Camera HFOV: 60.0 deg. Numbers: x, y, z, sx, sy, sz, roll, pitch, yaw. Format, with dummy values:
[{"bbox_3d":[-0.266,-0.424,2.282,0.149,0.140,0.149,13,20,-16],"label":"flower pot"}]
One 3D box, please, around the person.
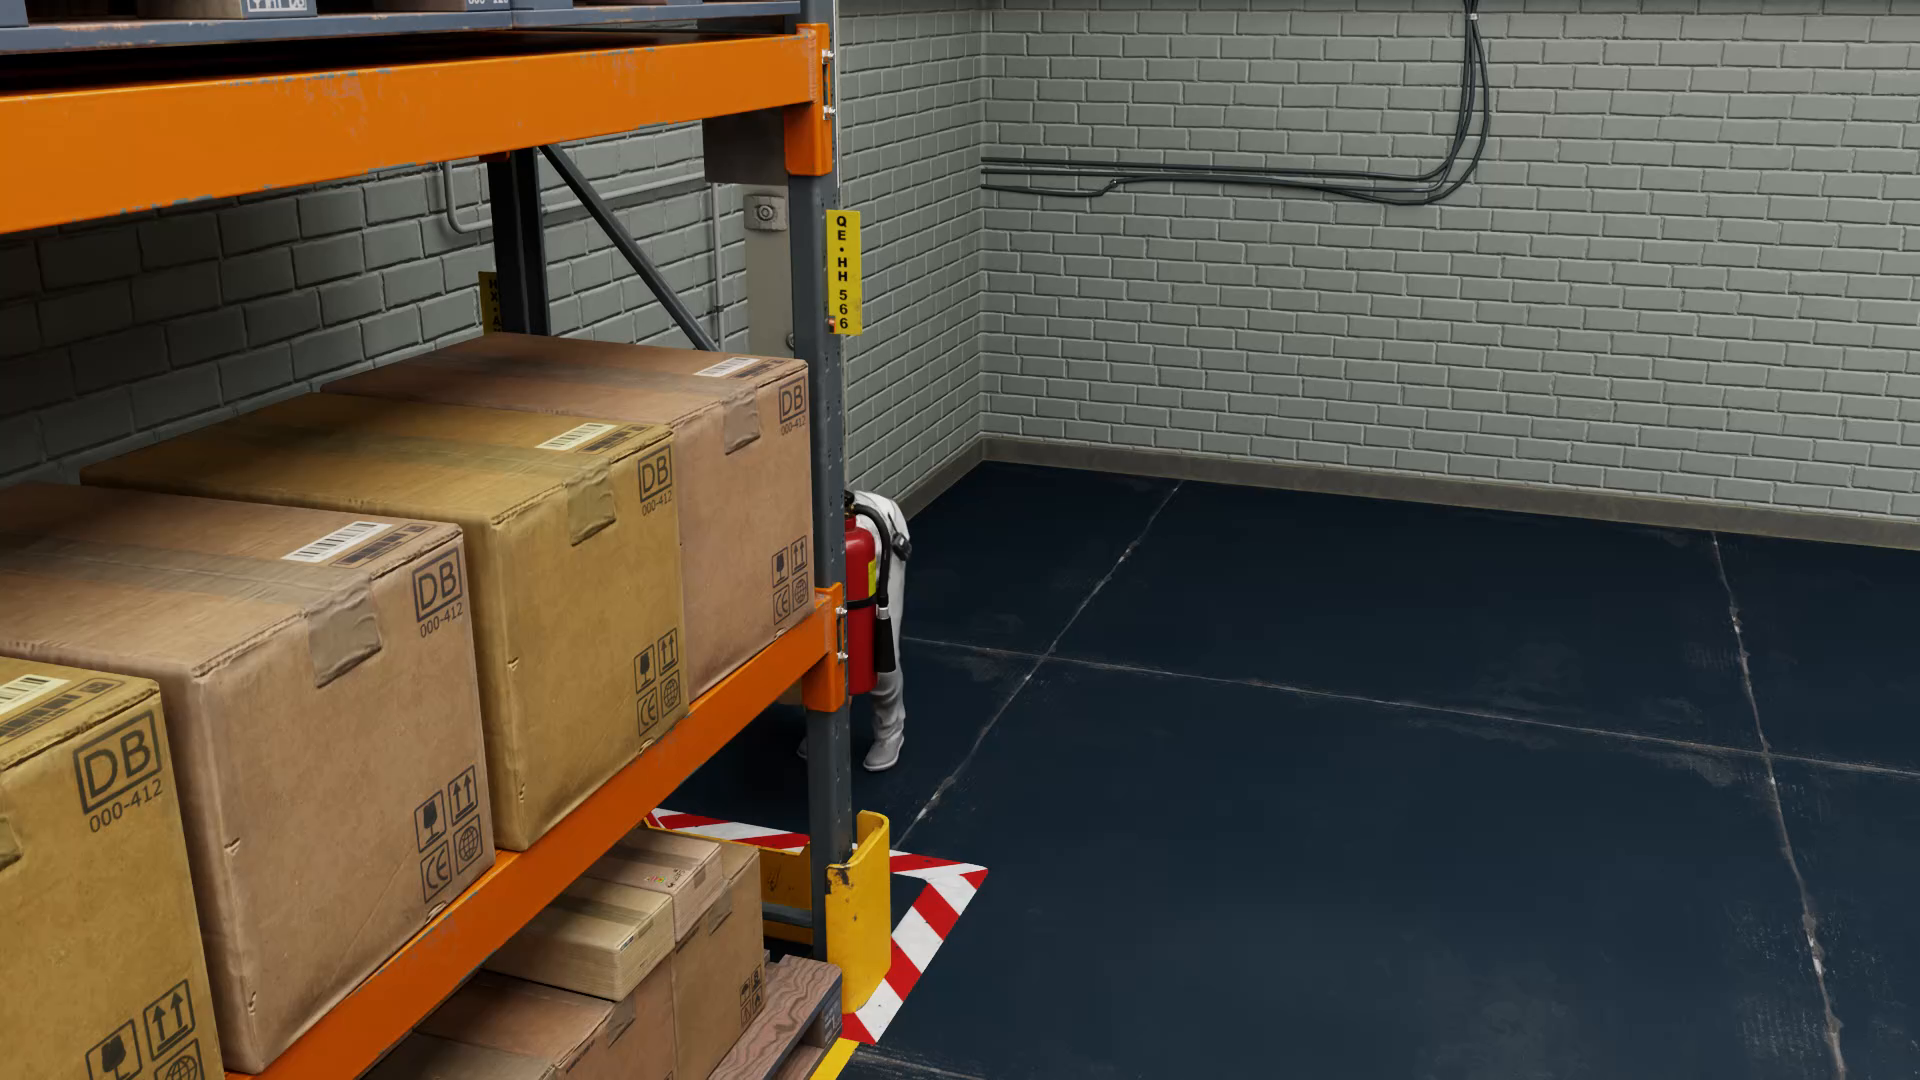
[{"bbox_3d":[-0.479,0.212,6.277,0.455,1.453,0.811,6,20,17],"label":"person"}]
